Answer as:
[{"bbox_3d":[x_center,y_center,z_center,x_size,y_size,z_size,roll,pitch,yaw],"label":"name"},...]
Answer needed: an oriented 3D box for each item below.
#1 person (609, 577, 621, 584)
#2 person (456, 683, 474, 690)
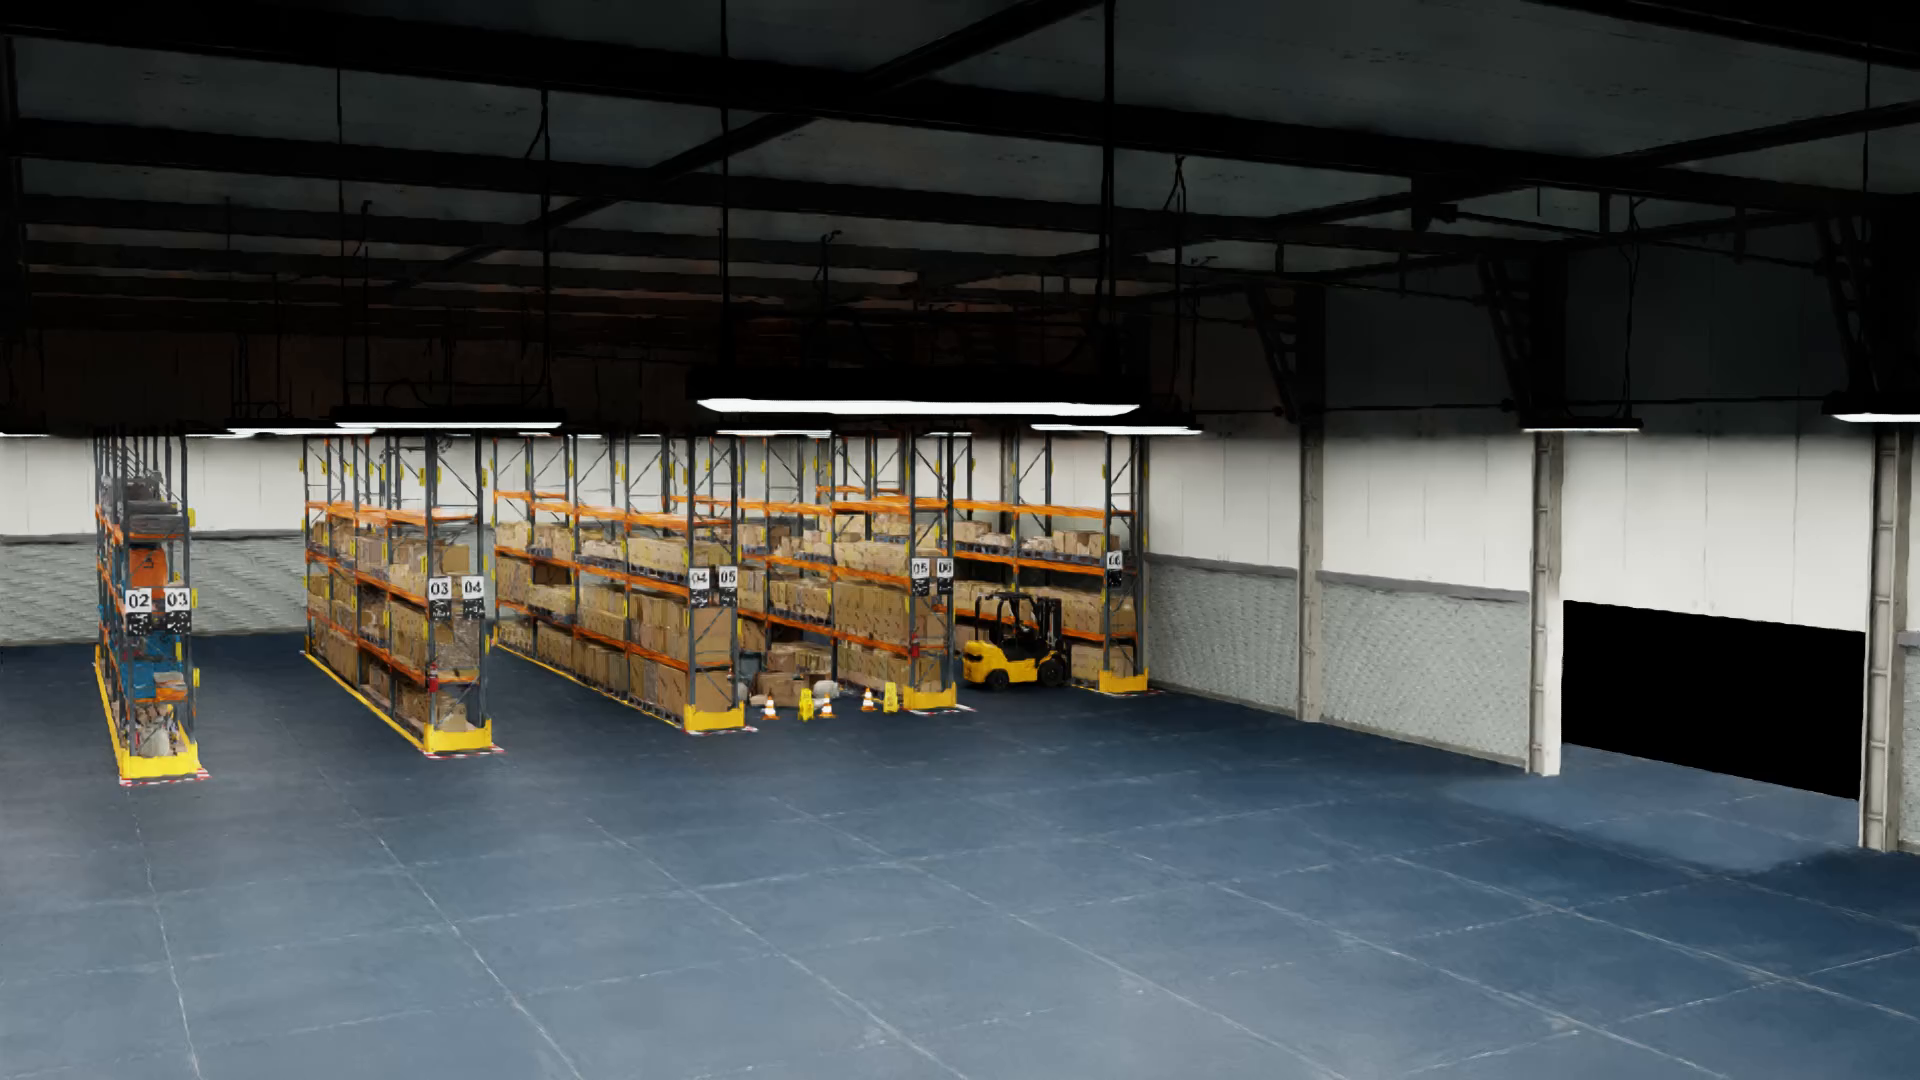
[{"bbox_3d":[-10.288,1.837,49.670,0.632,1.781,0.547,2,4,30],"label":"person"},{"bbox_3d":[-11.324,2.597,38.031,0.471,1.637,0.523,0,3,2],"label":"person"}]
